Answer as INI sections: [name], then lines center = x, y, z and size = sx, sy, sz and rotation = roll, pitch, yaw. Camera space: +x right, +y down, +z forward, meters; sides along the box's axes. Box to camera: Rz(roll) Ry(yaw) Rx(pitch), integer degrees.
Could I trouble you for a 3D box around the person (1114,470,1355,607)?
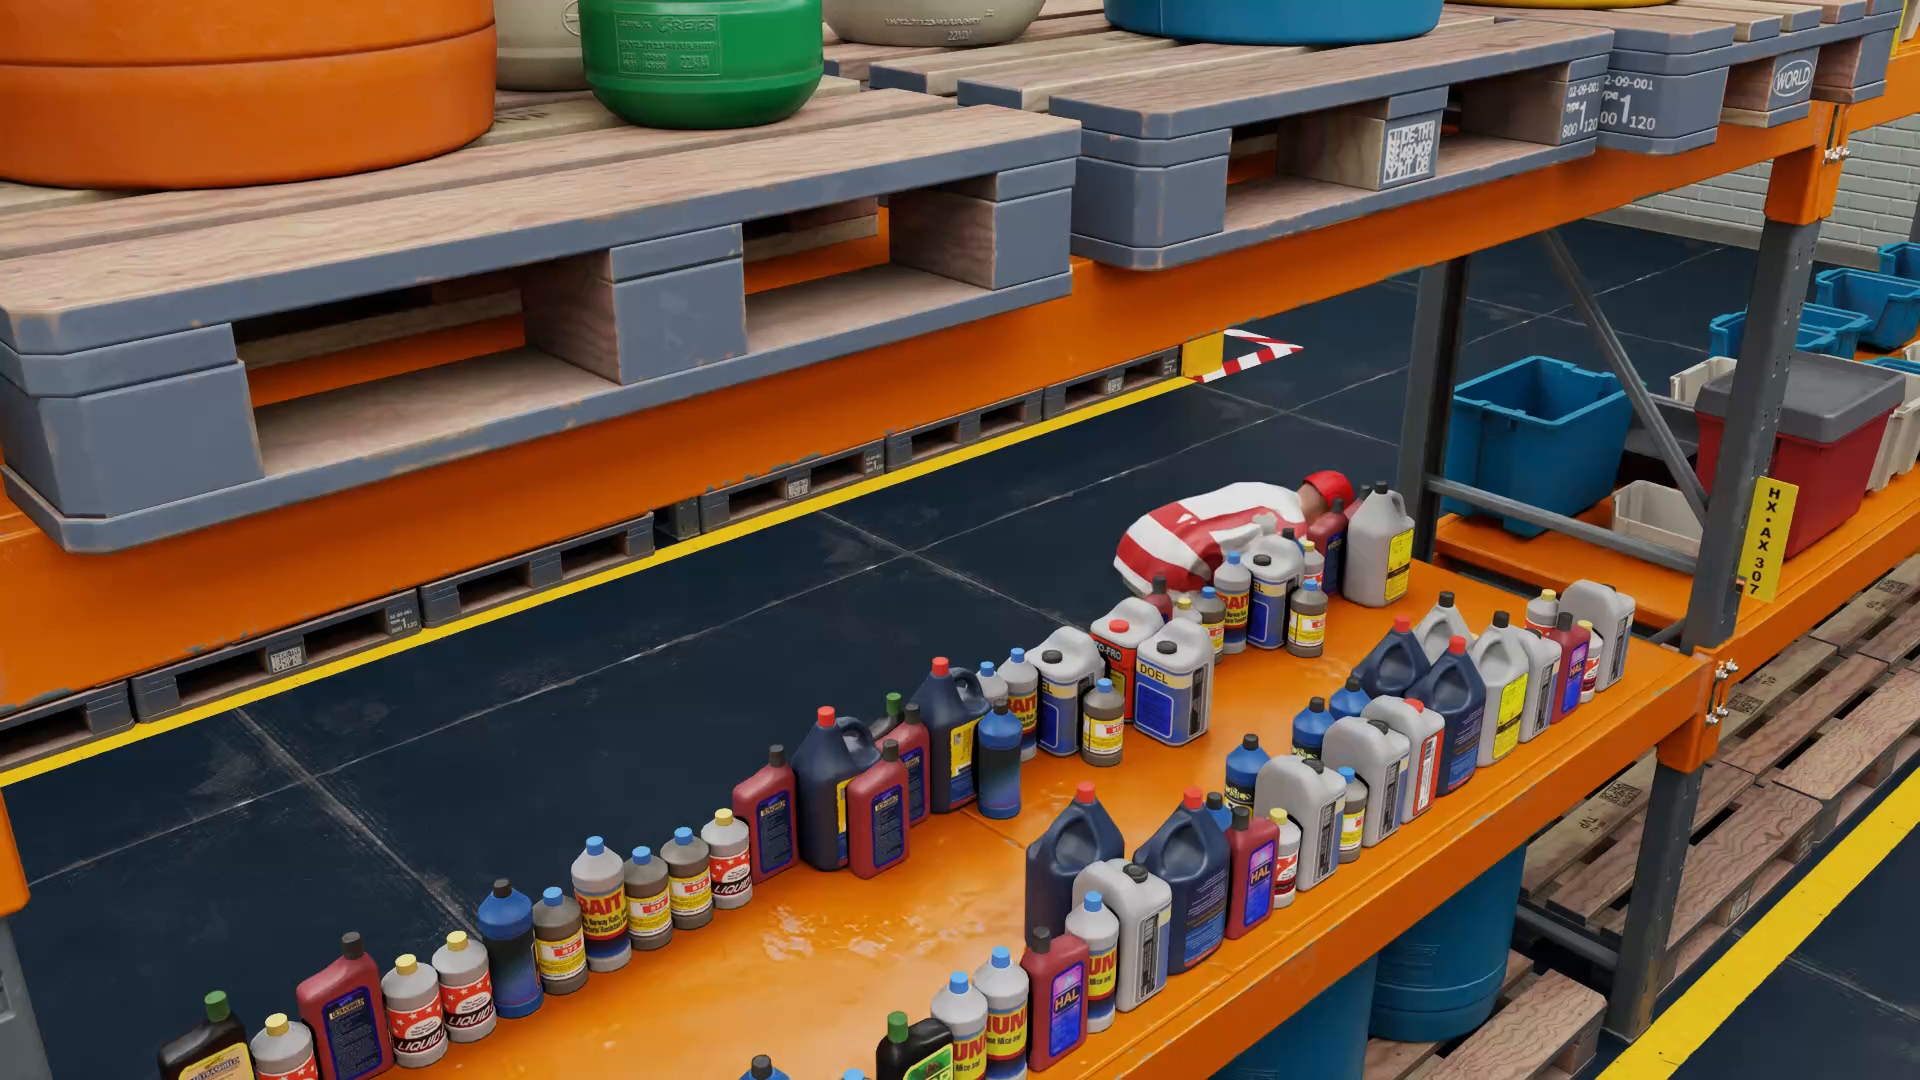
[person]
center = 1.039, 0.307, 6.243
size = 0.956, 1.087, 0.515
rotation = -9, 26, -20
